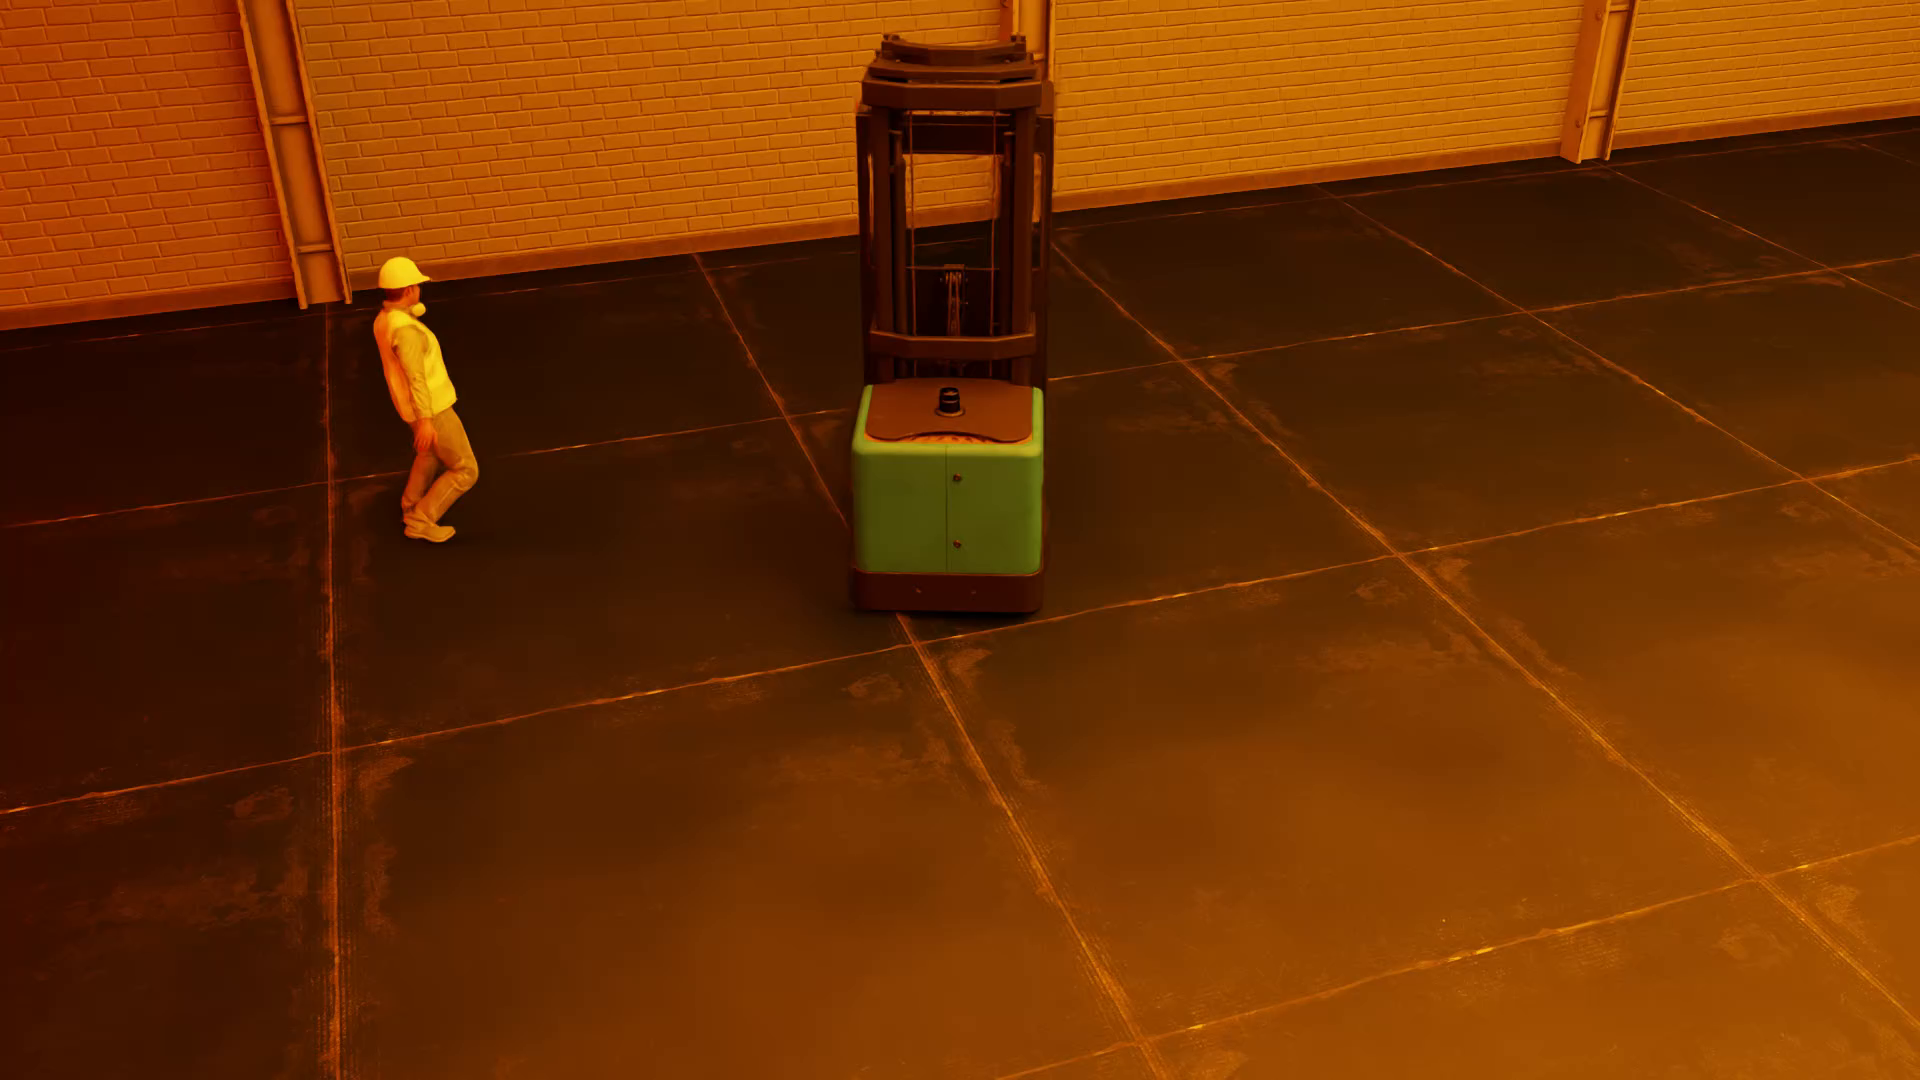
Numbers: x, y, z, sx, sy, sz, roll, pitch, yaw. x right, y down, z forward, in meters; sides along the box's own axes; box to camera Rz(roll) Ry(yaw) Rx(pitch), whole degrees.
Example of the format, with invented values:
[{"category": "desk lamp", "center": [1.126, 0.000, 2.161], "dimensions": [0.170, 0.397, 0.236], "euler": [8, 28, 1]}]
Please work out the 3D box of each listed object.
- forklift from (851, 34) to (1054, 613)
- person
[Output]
[{"category": "forklift", "center": [-0.017, -1.567, 9.811], "dimensions": [1.130, 2.935, 3.031], "euler": [1, 30, 2]}, {"category": "person", "center": [-3.167, -0.802, 9.737], "dimensions": [0.486, 1.689, 0.874], "euler": [-15, 33, -24]}]
